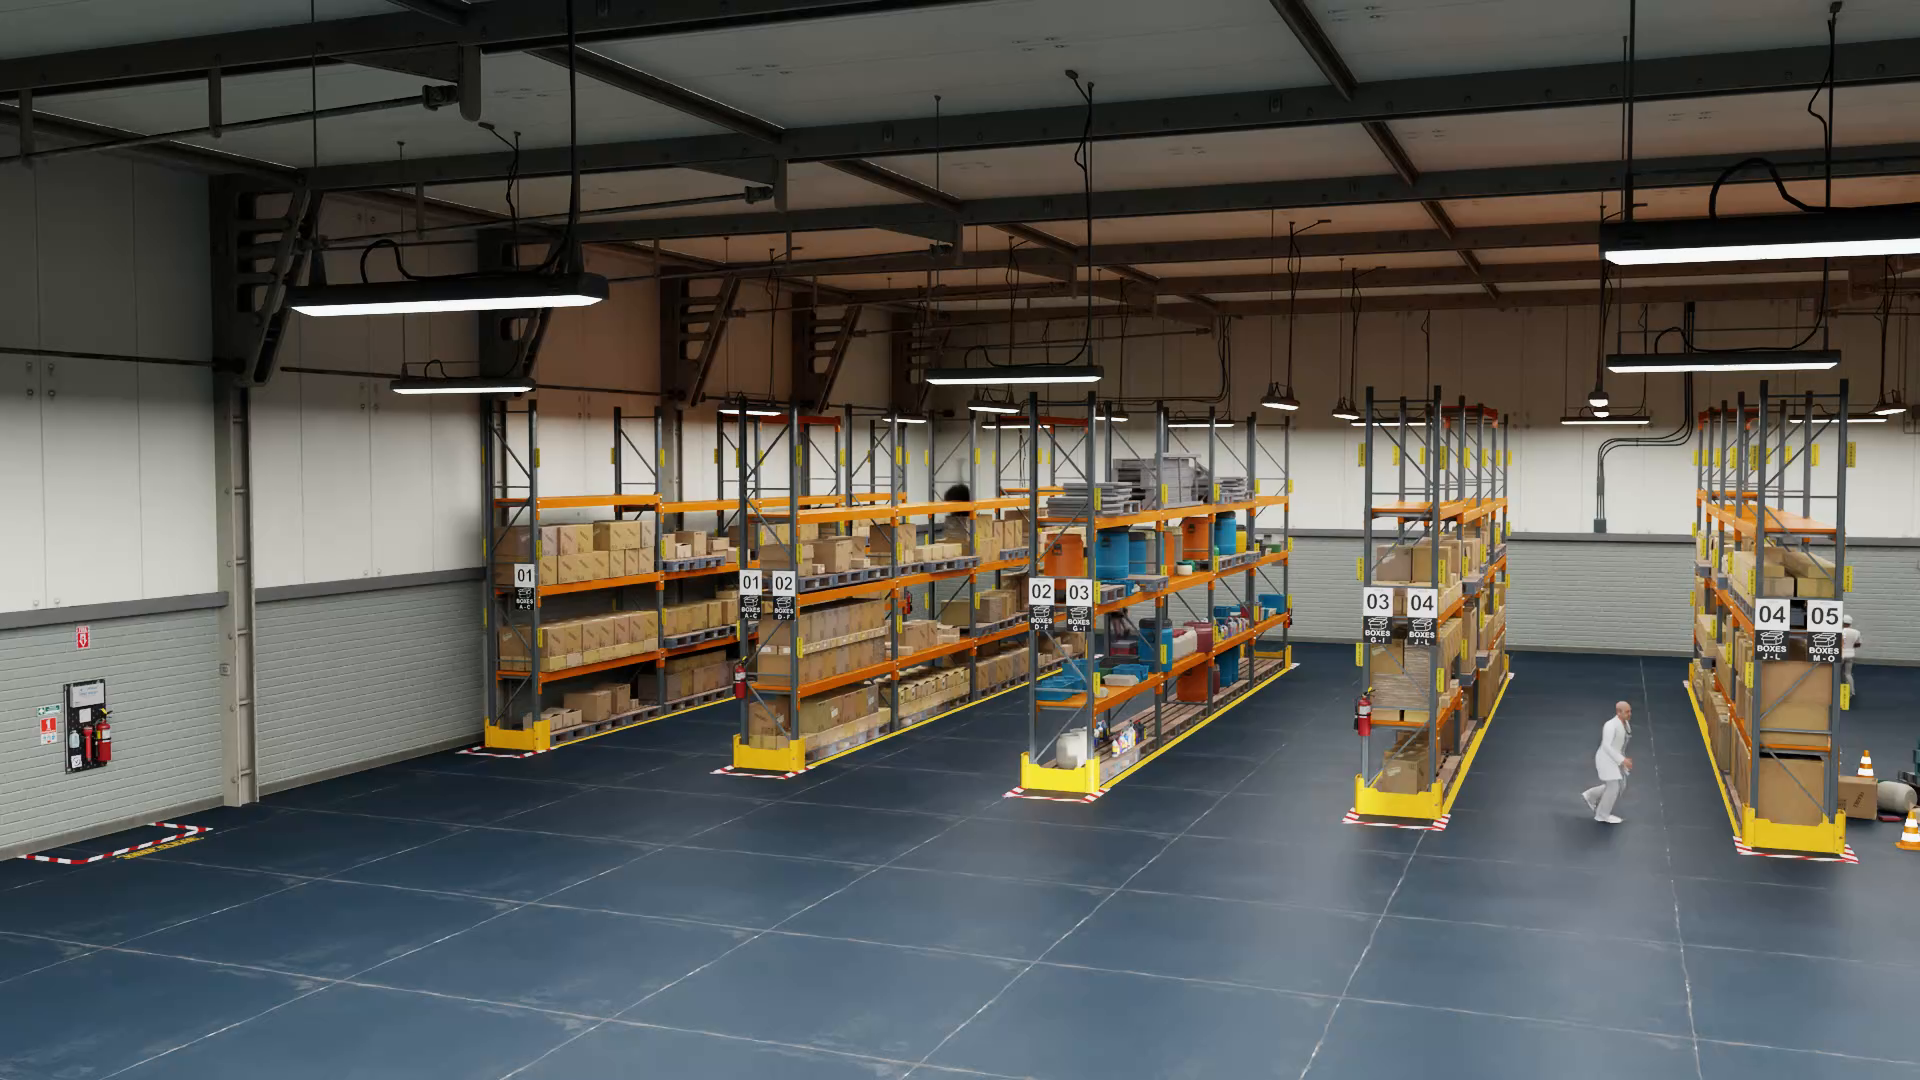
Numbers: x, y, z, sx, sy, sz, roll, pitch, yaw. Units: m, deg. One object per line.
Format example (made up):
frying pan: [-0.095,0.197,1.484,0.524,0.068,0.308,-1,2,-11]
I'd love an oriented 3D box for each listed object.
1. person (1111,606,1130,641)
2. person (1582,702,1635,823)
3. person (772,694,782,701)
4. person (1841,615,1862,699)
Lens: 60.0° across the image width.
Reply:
person: [4.136,2.030,43.117,0.638,1.714,0.679,0,3,-8]
person: [8.888,3.031,22.787,0.696,1.698,0.845,-2,4,-39]
person: [-3.652,2.565,33.006,0.602,1.644,0.946,0,3,3]
person: [18.132,2.427,34.121,0.736,1.791,0.949,0,3,0]
